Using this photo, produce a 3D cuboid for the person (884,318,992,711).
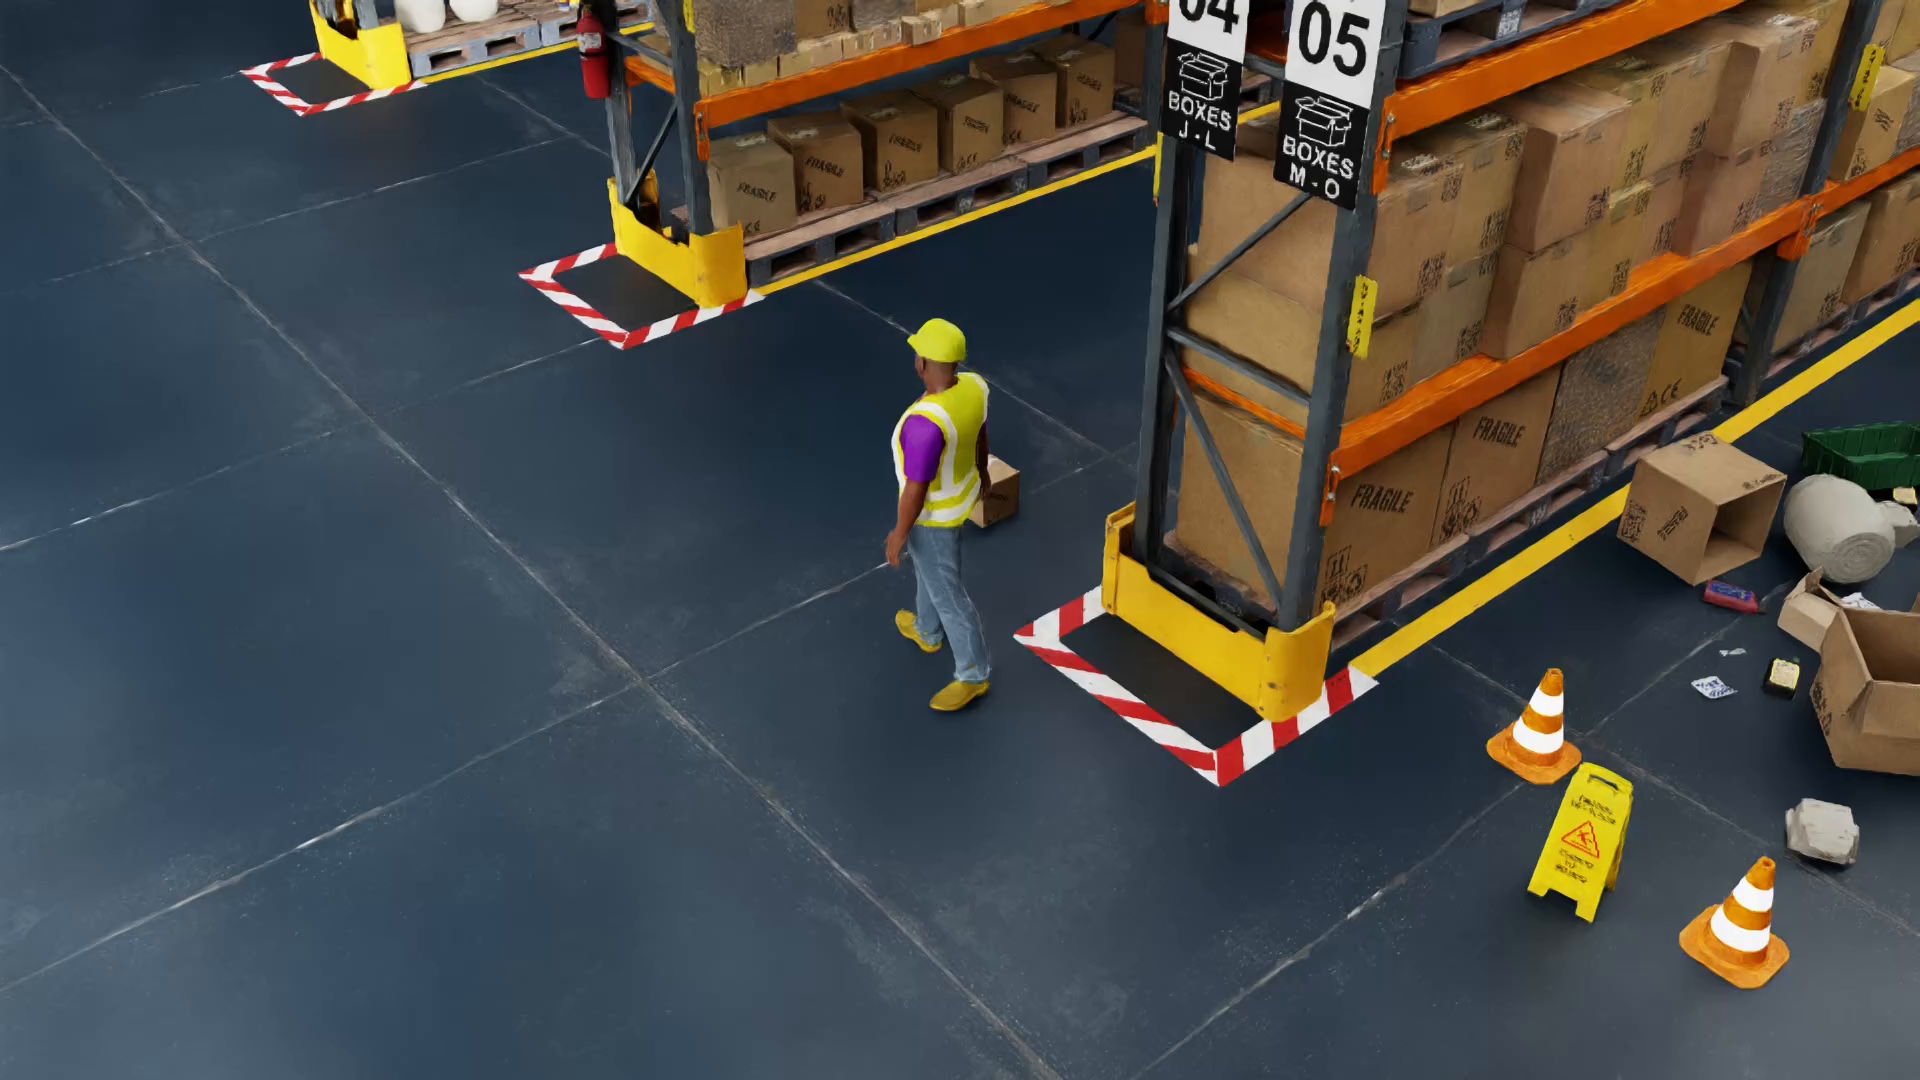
[{"bbox_3d":[-0.097,-0.149,7.271,0.599,1.763,0.757,12,37,16],"label":"person"}]
